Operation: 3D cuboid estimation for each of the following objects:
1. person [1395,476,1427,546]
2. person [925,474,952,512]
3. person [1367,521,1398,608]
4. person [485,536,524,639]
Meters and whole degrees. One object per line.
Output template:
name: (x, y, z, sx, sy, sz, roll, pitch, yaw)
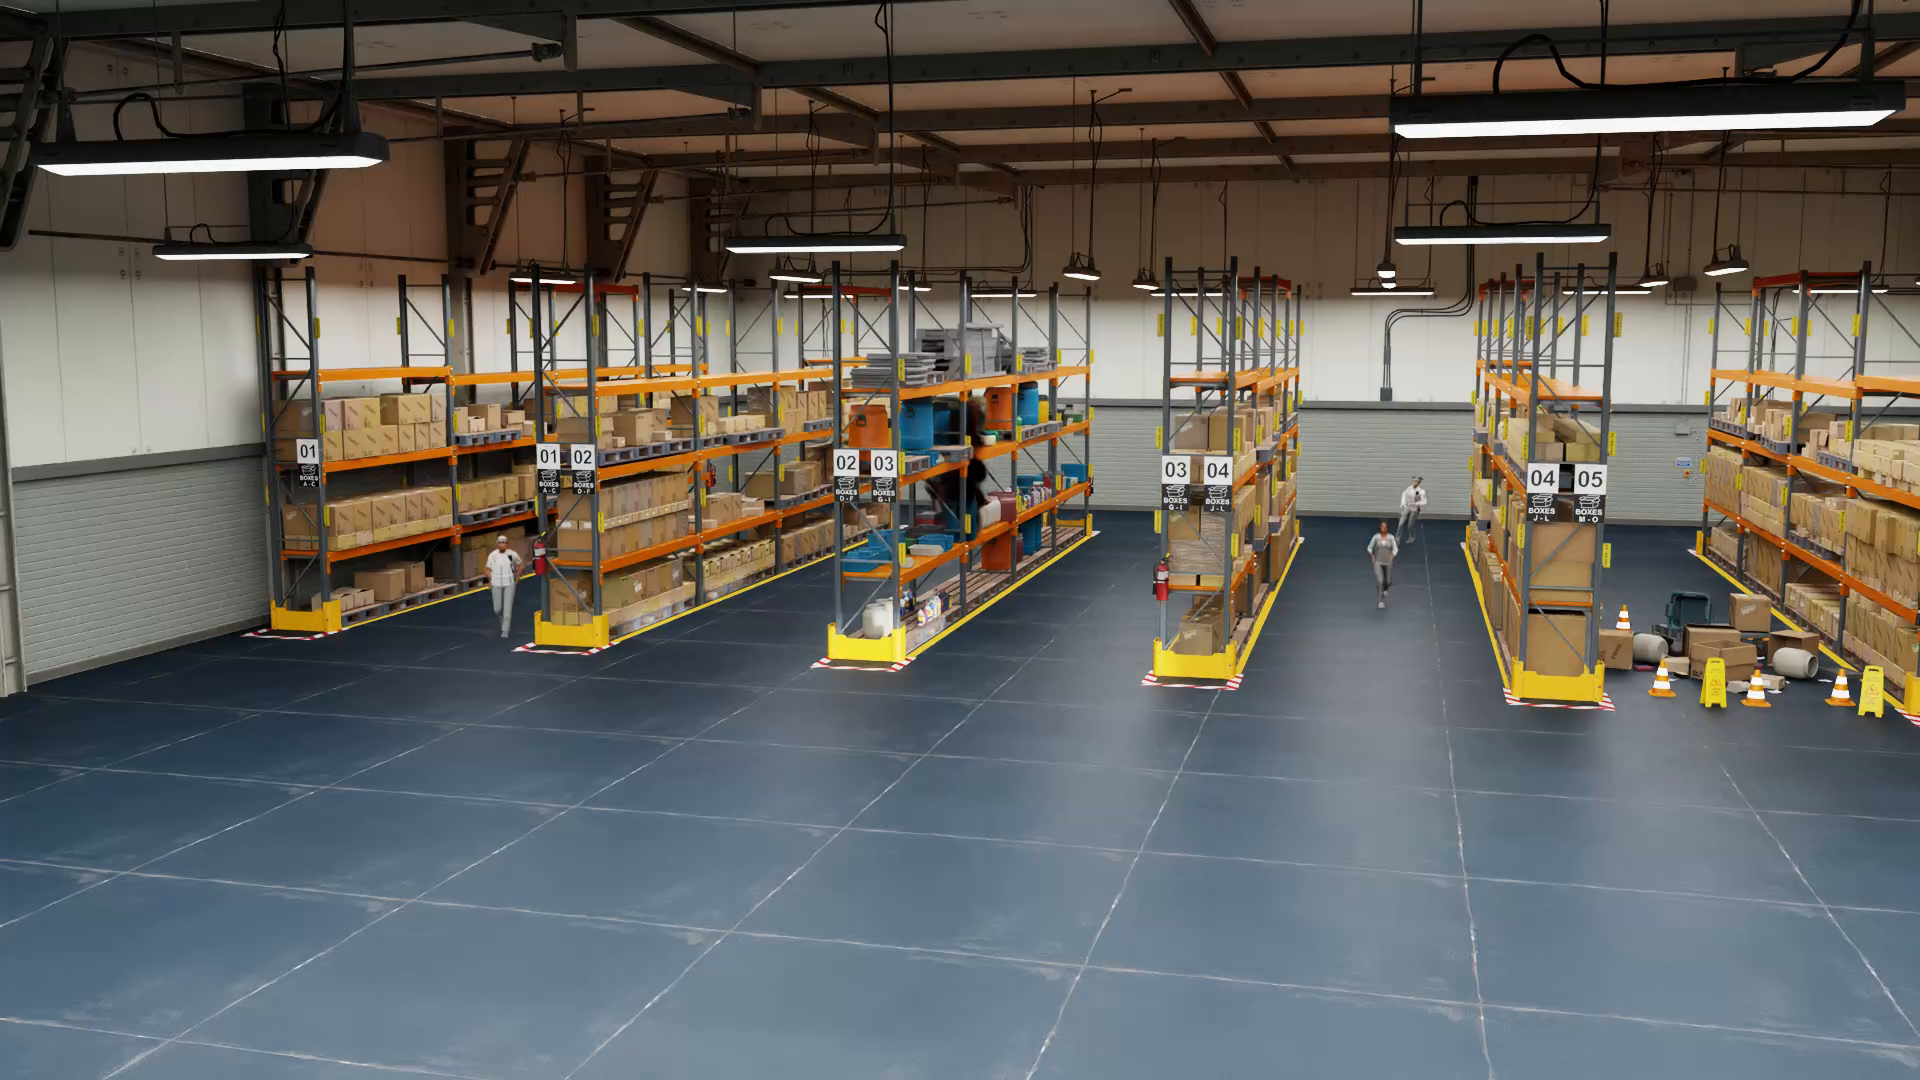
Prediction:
person: (10.397, -0.668, 38.220, 0.684, 1.654, 0.884, 5, 9, 36)
person: (-0.533, -1.002, 40.825, 0.668, 1.700, 0.802, 0, 7, -4)
person: (7.622, 0.429, 30.036, 0.537, 1.548, 0.594, 1, 7, 8)
person: (-7.475, 0.746, 27.277, 0.607, 1.650, 0.779, -1, 7, -9)
